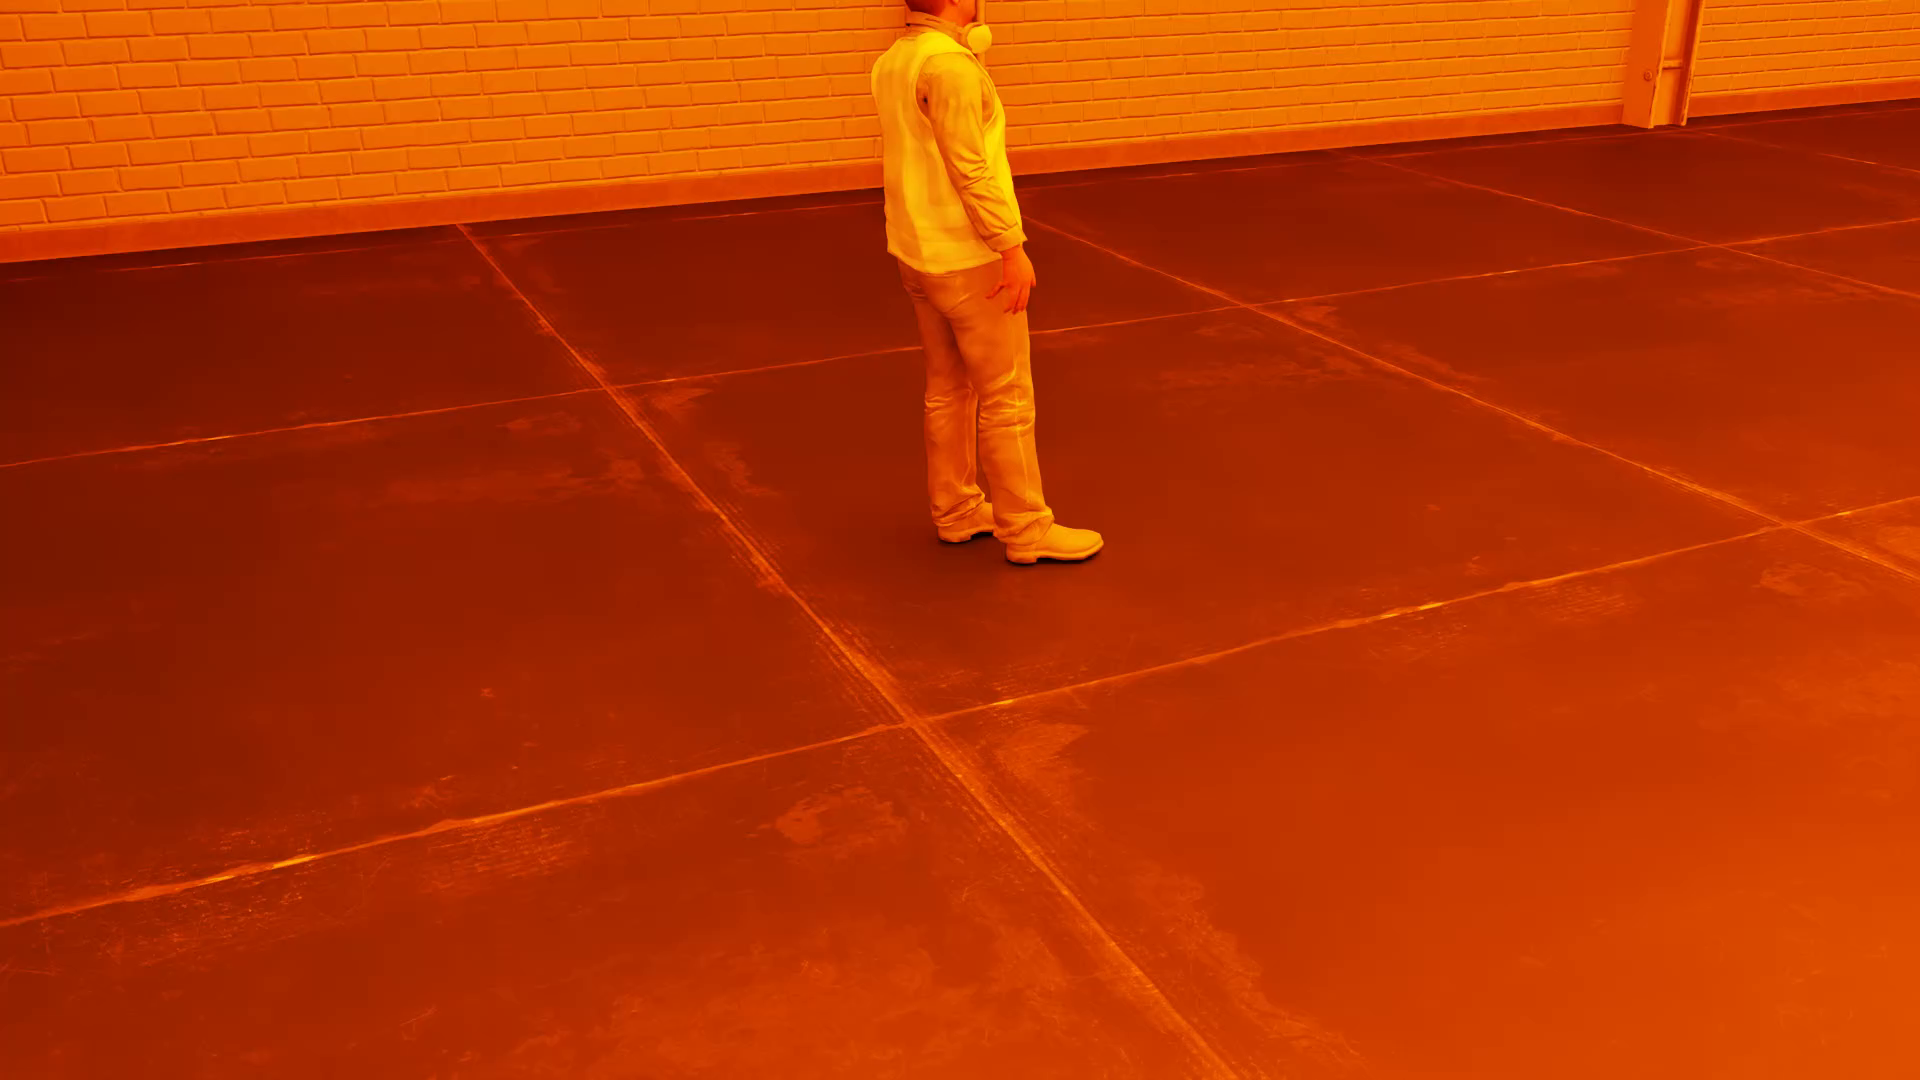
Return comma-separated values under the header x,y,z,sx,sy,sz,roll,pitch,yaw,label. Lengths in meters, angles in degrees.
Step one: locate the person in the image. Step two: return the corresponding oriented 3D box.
x,y,z,sx,sy,sz,roll,pitch,yaw,label
0.060,-0.834,4.782,0.566,1.775,0.634,-10,25,-23,person
